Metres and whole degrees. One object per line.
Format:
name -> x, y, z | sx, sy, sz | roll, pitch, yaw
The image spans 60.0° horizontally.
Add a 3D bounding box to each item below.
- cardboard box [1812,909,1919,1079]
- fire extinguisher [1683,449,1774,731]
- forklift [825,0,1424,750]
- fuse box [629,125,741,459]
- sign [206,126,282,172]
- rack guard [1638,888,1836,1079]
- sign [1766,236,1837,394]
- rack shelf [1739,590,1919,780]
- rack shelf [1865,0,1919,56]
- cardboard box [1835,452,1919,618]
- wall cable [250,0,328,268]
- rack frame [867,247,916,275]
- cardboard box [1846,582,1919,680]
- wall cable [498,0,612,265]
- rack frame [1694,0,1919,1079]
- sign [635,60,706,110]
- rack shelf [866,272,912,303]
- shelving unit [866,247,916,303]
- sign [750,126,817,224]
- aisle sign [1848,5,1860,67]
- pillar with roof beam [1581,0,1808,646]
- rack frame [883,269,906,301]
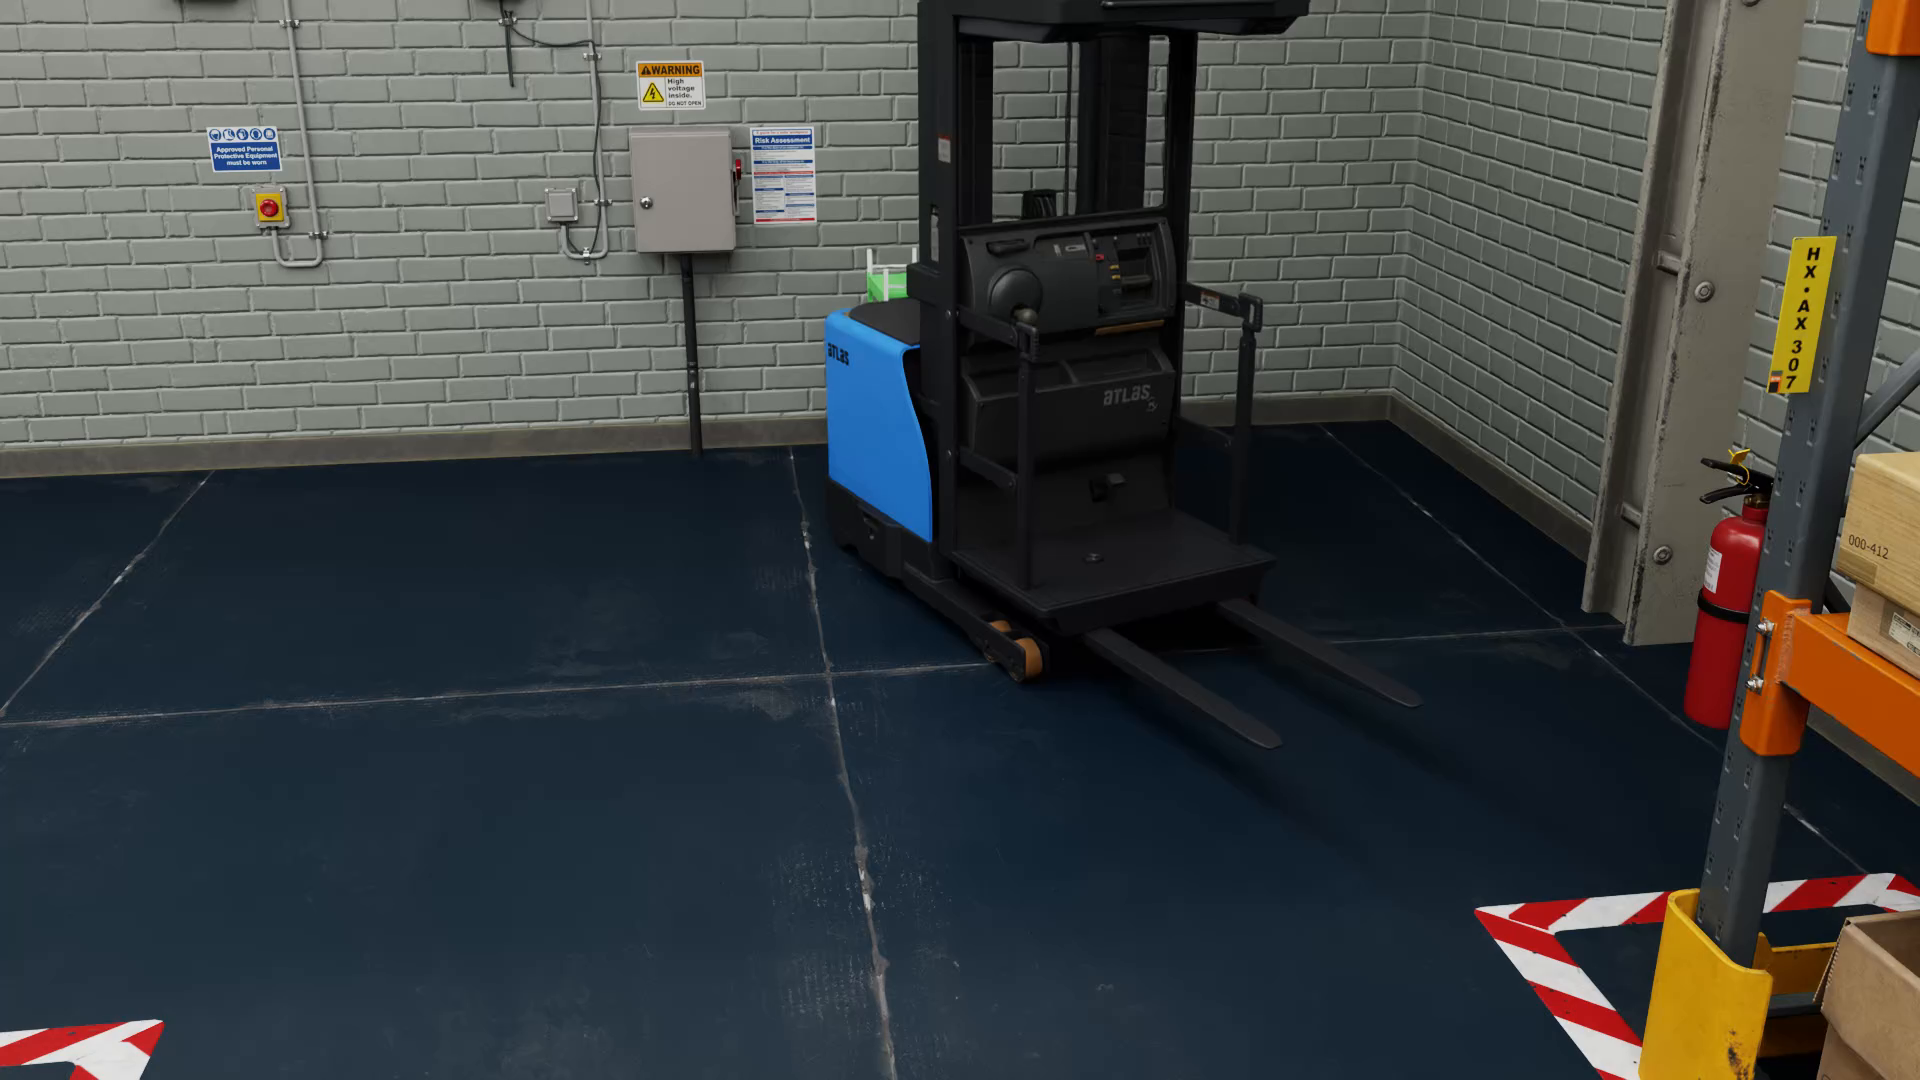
cardboard box -> 2.268, 1.106, 3.436 | 0.797, 0.503, 0.637 | -4, 21, -10
fire extinguisher -> 1.795, 0.100, 3.805 | 0.296, 0.674, 0.183 | -3, 21, -8
forklift -> 0.540, -1.019, 6.255 | 1.130, 2.935, 3.031 | -11, 23, -27
fuse box -> -1.374, -1.235, 8.576 | 0.539, 1.711, 0.414 | -3, 21, -8
sign -> -3.530, -1.928, 8.205 | 0.327, 0.218, 0.001 | -3, 21, -8
rack guard -> 2.285, 1.114, 4.019 | 1.175, 0.500, 0.348 | -3, 21, -8
sign -> 1.737, -0.461, 3.427 | 0.100, 0.325, 0.005 | -3, 21, -8
rack shelf -> 2.562, 0.946, 1.924 | 1.077, 0.370, 4.000 | -3, 21, -8
rack shelf -> 2.562, -0.459, 1.399 | 1.077, 0.370, 4.000 | -3, 21, -8
cardboard box -> 2.072, 0.018, 3.169 | 0.500, 0.250, 0.500 | -3, 21, -7
wall cable -> -3.474, -2.273, 8.019 | 0.585, 1.953, 0.123 | -3, 21, -8
rack frame -> -0.331, -0.853, 8.284 | 0.240, 1.200, 0.015 | -4, 21, -11
cardboard box -> 2.050, 0.162, 3.354 | 0.380, 0.149, 0.250 | -3, 21, -8
wall cable -> -2.072, -2.334, 8.227 | 0.588, 1.984, 0.122 | -3, 21, -8
rack frame -> 2.274, -0.083, 3.652 | 1.000, 3.000, 0.127 | -3, 21, -8
sign -> -1.458, -2.294, 8.391 | 0.339, 0.242, 0.001 | -3, 21, -8
rack shelf -> -0.282, -1.159, 7.915 | 0.258, 0.148, 0.480 | -4, 21, -11
shelving unit -> -0.282, -0.769, 8.061 | 0.258, 1.200, 0.503 | -4, 21, -11
sign -> -0.915, -1.890, 8.626 | 0.329, 0.494, 0.001 | -3, 21, -8
aisle sign -> 1.973, -1.310, 3.221 | 0.394, 0.787, 0.004 | -3, 21, -8
pillar with roof beam -> -1.483, -3.656, 4.642 | 9.100, 9.000, 0.400 | -3, 21, -8
rack frame -> -0.232, -0.686, 7.837 | 0.240, 1.200, 0.015 | -4, 21, -11
